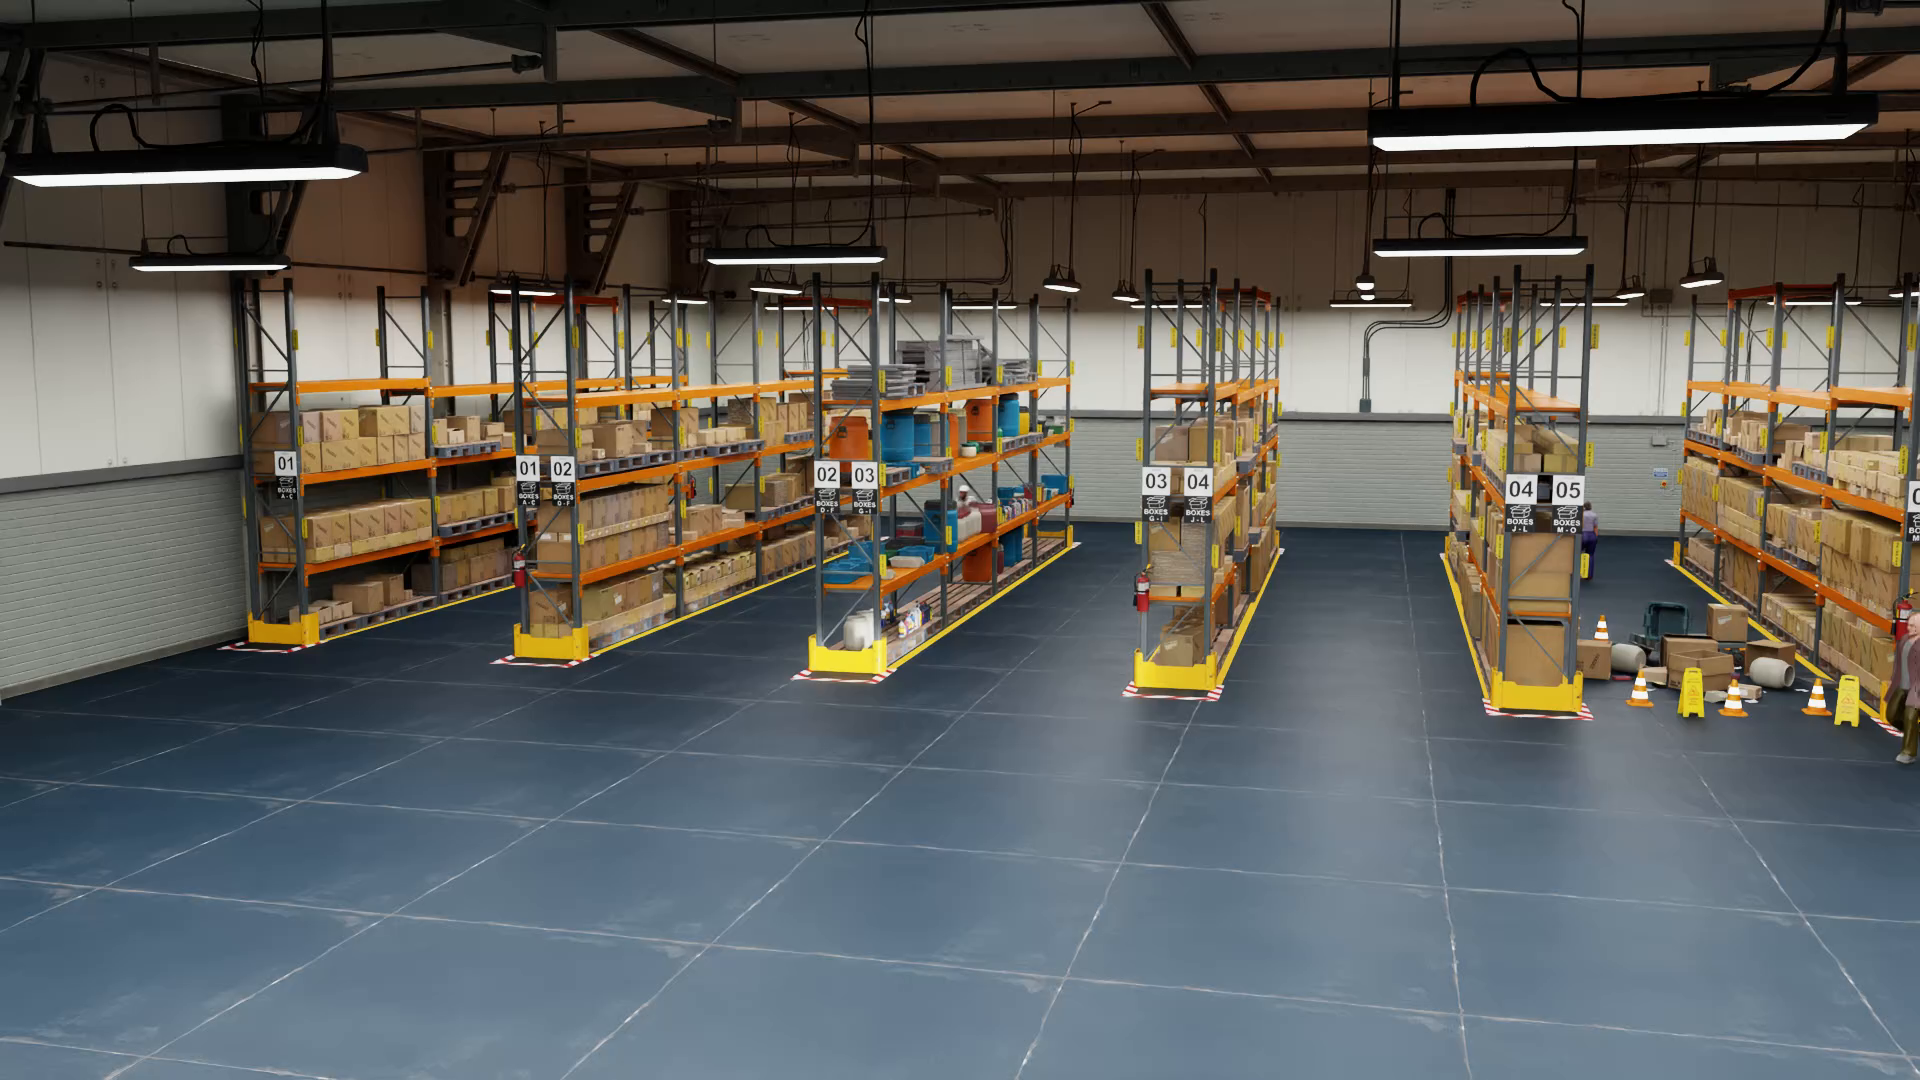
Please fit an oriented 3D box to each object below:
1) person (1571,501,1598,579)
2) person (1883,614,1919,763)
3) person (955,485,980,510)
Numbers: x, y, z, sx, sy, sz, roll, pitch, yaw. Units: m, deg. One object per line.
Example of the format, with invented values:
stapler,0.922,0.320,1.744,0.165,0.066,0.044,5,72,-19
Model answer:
person,13.146,0.053,34.924,0.523,1.652,0.397,-2,7,-17
person,11.331,1.744,19.732,0.743,1.760,0.595,-4,8,-32
person,0.158,-0.449,38.547,0.666,1.678,0.732,3,8,26
